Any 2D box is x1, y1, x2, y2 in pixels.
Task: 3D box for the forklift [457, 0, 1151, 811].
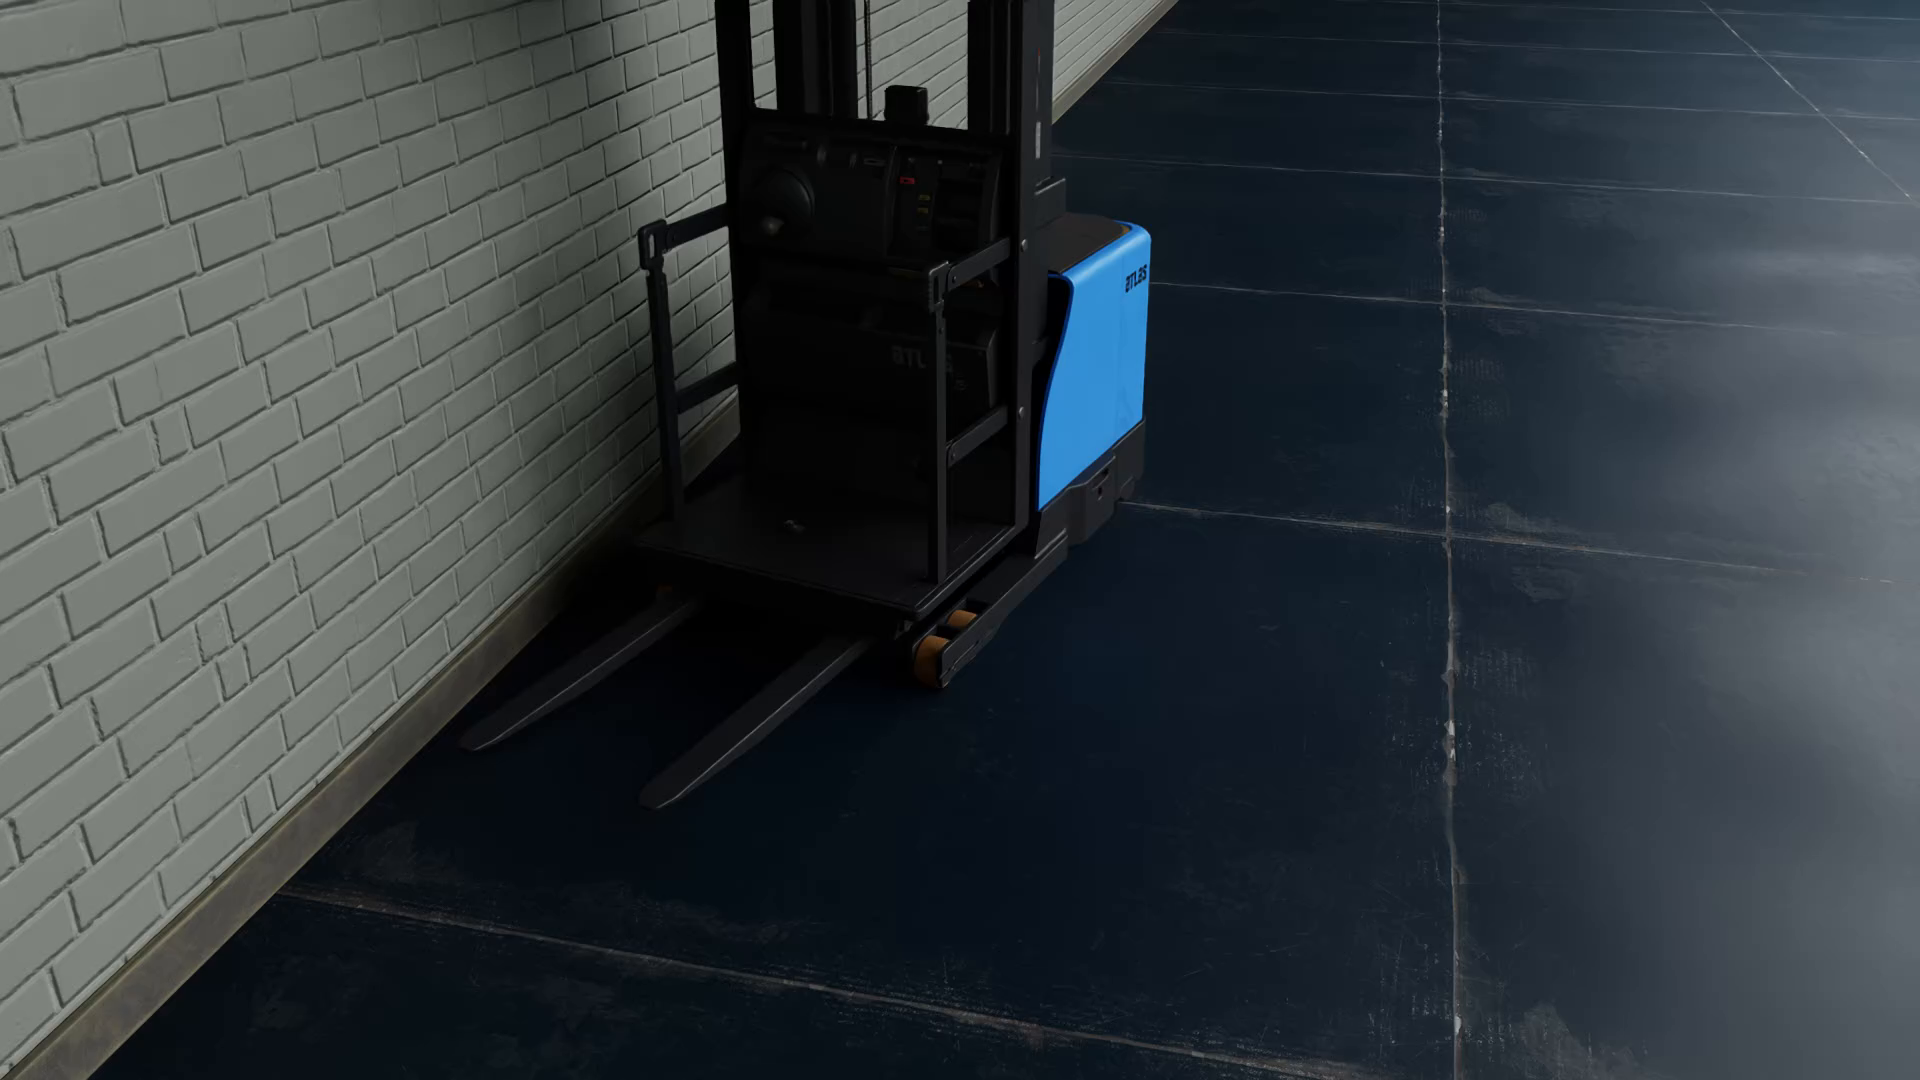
[{"bbox_3d":[-0.390,-1.072,5.093,1.130,2.935,3.031,12,28,24],"label":"forklift"}]
